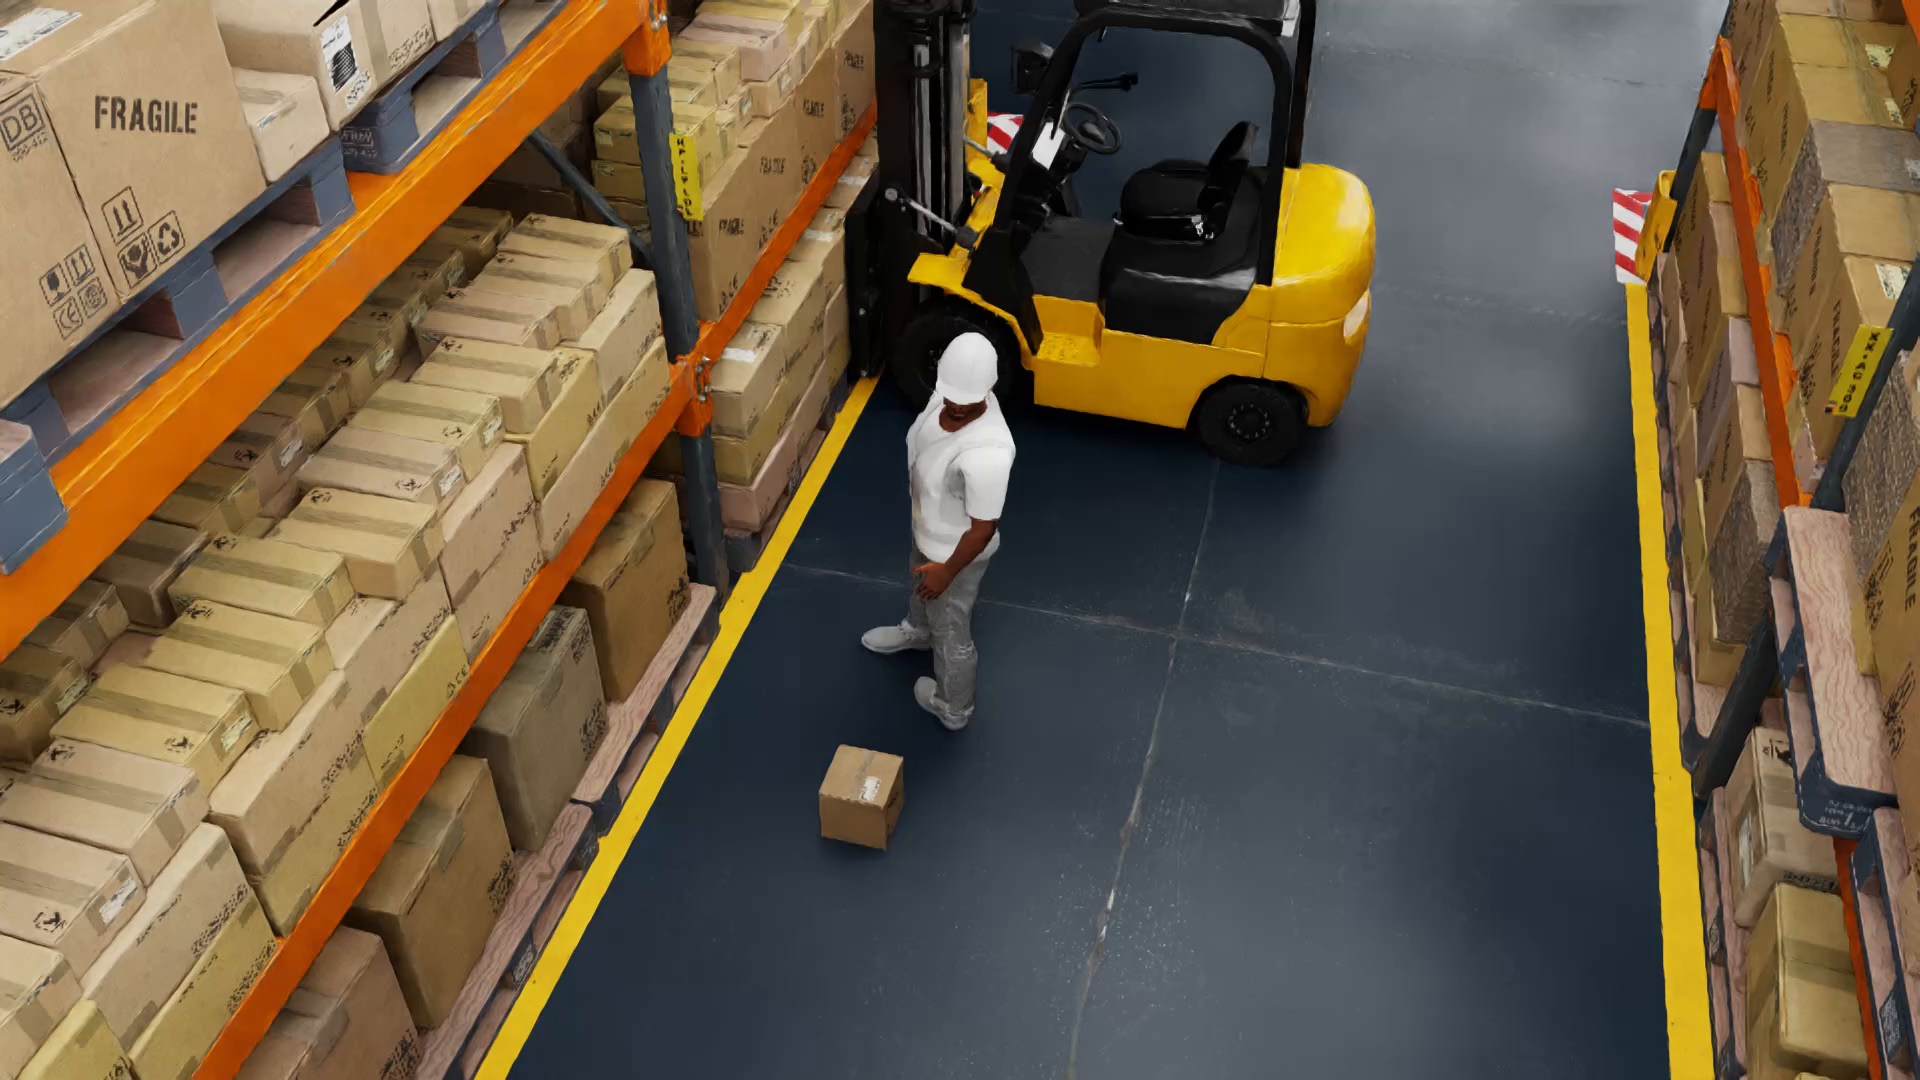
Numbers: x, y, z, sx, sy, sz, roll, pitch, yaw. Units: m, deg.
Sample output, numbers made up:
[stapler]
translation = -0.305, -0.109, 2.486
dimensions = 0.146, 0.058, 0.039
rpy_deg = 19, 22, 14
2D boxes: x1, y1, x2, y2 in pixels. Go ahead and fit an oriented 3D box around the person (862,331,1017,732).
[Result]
[person]
translation = -0.098, -0.045, 6.194
dimensions = 0.522, 1.764, 0.668
rpy_deg = -7, 41, -9
